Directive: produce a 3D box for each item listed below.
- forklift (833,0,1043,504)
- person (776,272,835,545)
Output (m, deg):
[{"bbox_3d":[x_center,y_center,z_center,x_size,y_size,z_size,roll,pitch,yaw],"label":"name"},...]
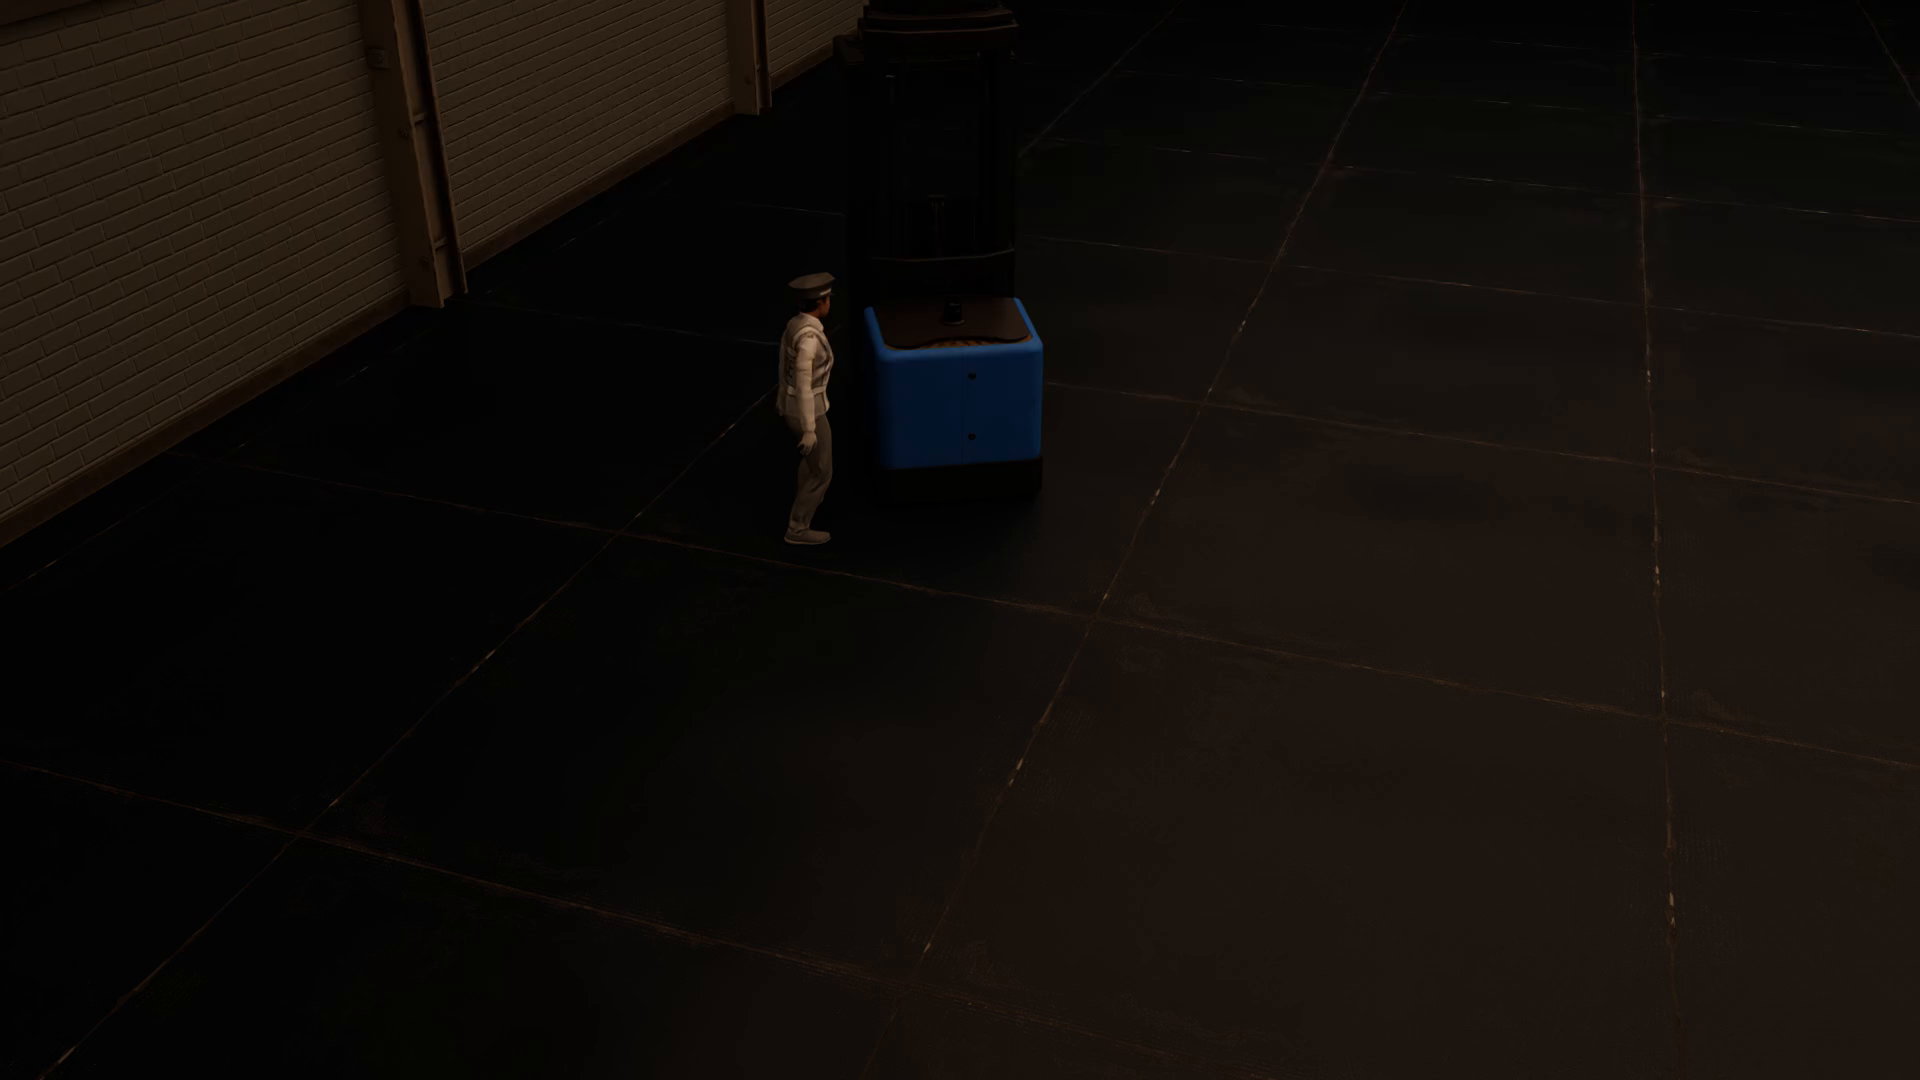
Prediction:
[{"bbox_3d":[-0.222,-2.207,11.008,1.130,2.935,3.031,-5,30,-8],"label":"forklift"},{"bbox_3d":[-0.905,-0.769,9.818,0.403,1.638,0.800,-9,31,-15],"label":"person"}]
